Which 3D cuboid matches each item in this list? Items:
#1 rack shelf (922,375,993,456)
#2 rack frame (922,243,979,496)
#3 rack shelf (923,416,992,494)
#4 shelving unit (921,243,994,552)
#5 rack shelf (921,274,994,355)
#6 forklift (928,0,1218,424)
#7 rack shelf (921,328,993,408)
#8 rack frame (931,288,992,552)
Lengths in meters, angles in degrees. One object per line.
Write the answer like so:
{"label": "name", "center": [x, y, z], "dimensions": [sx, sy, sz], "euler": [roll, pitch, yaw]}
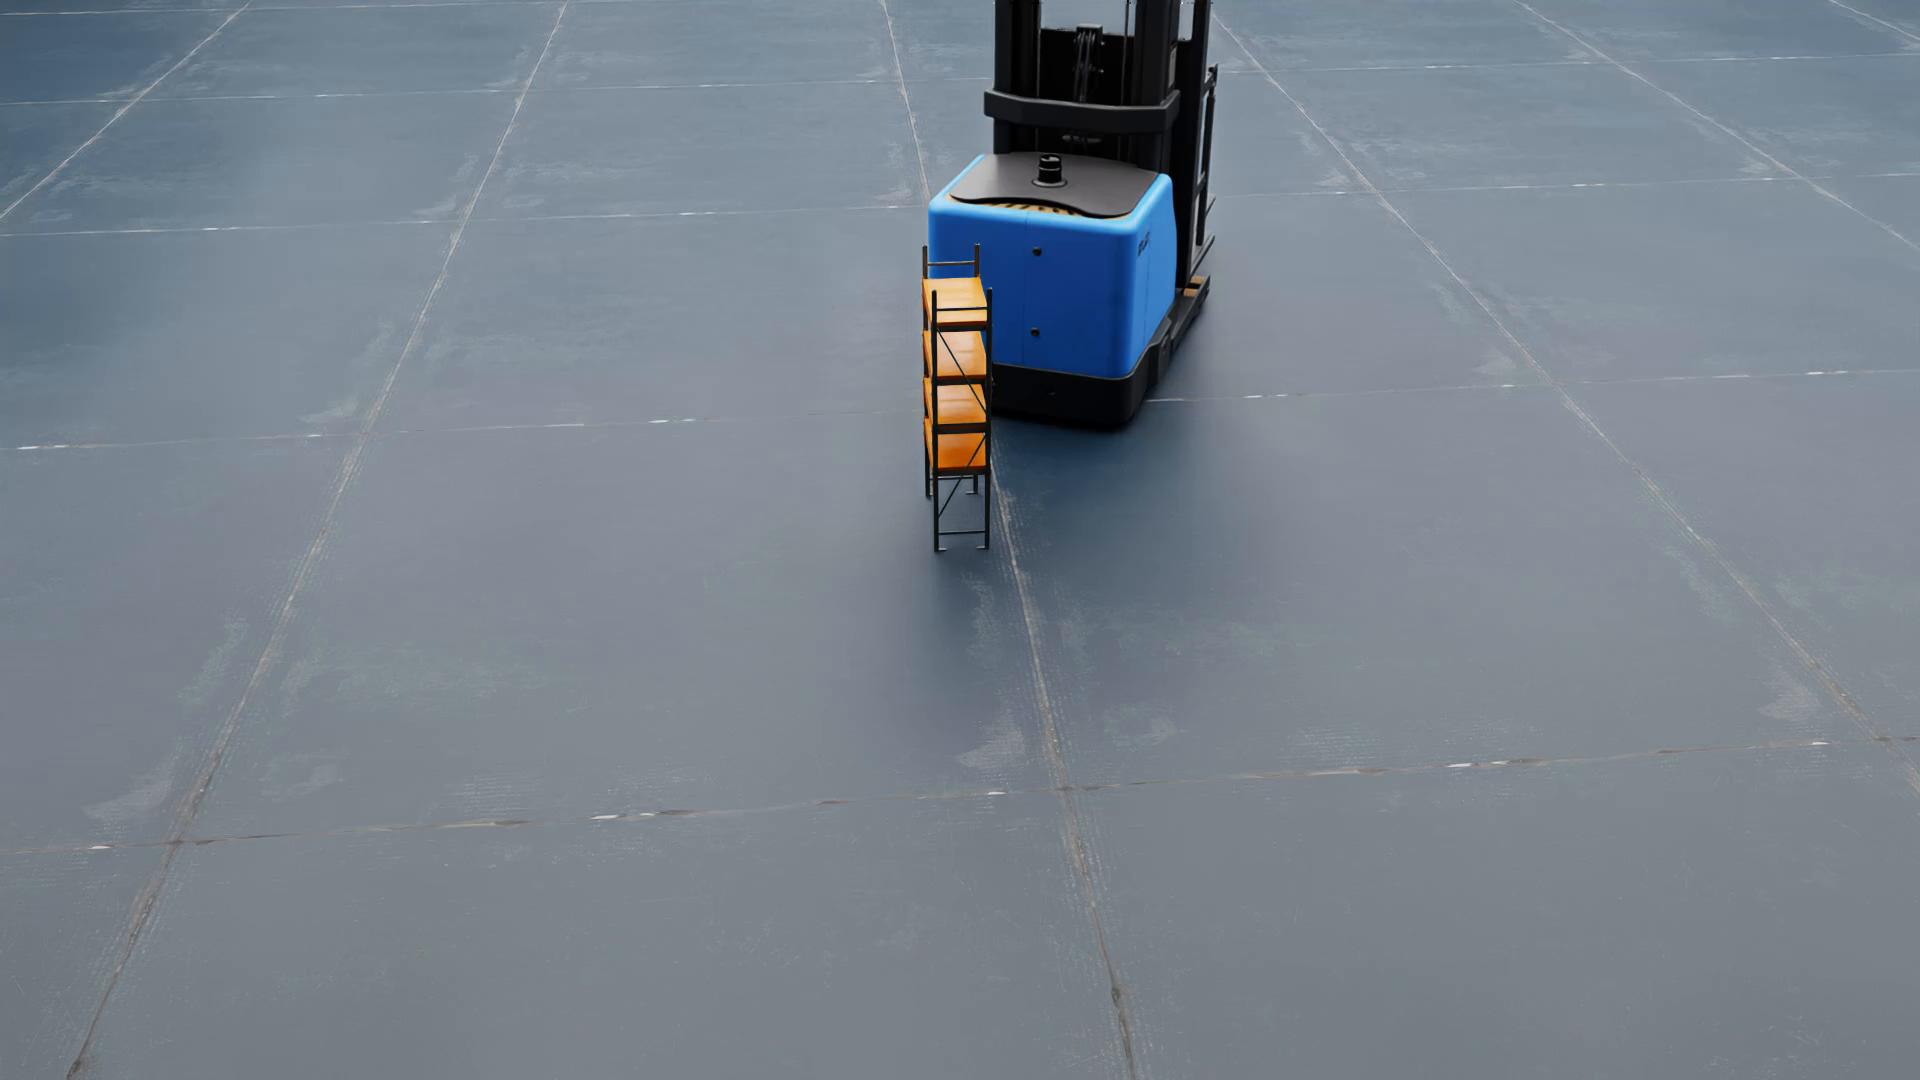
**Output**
{"label": "rack shelf", "center": [-0.015, -0.542, 7.118], "dimensions": [0.258, 0.148, 0.480], "euler": [-3, 31, -5]}
{"label": "rack frame", "center": [-0.038, -0.724, 7.292], "dimensions": [0.240, 1.200, 0.015], "euler": [-3, 31, -5]}
{"label": "rack shelf", "center": [-0.015, -0.371, 7.220], "dimensions": [0.258, 0.148, 0.480], "euler": [-3, 31, -5]}
{"label": "shelving unit", "center": [-0.015, -0.600, 7.084], "dimensions": [0.258, 1.200, 0.503], "euler": [-3, 31, -5]}
{"label": "rack shelf", "center": [-0.015, -0.937, 6.882], "dimensions": [0.258, 0.148, 0.480], "euler": [-3, 31, -5]}
{"label": "forklift", "center": [0.791, -2.563, 8.682], "dimensions": [1.130, 2.935, 3.031], "euler": [10, 32, 16]}
{"label": "rack shelf", "center": [-0.015, -0.734, 7.004], "dimensions": [0.258, 0.148, 0.480], "euler": [-3, 31, -5]}
{"label": "rack frame", "center": [0.007, -0.475, 6.875], "dimensions": [0.240, 1.200, 0.015], "euler": [-3, 31, -5]}
